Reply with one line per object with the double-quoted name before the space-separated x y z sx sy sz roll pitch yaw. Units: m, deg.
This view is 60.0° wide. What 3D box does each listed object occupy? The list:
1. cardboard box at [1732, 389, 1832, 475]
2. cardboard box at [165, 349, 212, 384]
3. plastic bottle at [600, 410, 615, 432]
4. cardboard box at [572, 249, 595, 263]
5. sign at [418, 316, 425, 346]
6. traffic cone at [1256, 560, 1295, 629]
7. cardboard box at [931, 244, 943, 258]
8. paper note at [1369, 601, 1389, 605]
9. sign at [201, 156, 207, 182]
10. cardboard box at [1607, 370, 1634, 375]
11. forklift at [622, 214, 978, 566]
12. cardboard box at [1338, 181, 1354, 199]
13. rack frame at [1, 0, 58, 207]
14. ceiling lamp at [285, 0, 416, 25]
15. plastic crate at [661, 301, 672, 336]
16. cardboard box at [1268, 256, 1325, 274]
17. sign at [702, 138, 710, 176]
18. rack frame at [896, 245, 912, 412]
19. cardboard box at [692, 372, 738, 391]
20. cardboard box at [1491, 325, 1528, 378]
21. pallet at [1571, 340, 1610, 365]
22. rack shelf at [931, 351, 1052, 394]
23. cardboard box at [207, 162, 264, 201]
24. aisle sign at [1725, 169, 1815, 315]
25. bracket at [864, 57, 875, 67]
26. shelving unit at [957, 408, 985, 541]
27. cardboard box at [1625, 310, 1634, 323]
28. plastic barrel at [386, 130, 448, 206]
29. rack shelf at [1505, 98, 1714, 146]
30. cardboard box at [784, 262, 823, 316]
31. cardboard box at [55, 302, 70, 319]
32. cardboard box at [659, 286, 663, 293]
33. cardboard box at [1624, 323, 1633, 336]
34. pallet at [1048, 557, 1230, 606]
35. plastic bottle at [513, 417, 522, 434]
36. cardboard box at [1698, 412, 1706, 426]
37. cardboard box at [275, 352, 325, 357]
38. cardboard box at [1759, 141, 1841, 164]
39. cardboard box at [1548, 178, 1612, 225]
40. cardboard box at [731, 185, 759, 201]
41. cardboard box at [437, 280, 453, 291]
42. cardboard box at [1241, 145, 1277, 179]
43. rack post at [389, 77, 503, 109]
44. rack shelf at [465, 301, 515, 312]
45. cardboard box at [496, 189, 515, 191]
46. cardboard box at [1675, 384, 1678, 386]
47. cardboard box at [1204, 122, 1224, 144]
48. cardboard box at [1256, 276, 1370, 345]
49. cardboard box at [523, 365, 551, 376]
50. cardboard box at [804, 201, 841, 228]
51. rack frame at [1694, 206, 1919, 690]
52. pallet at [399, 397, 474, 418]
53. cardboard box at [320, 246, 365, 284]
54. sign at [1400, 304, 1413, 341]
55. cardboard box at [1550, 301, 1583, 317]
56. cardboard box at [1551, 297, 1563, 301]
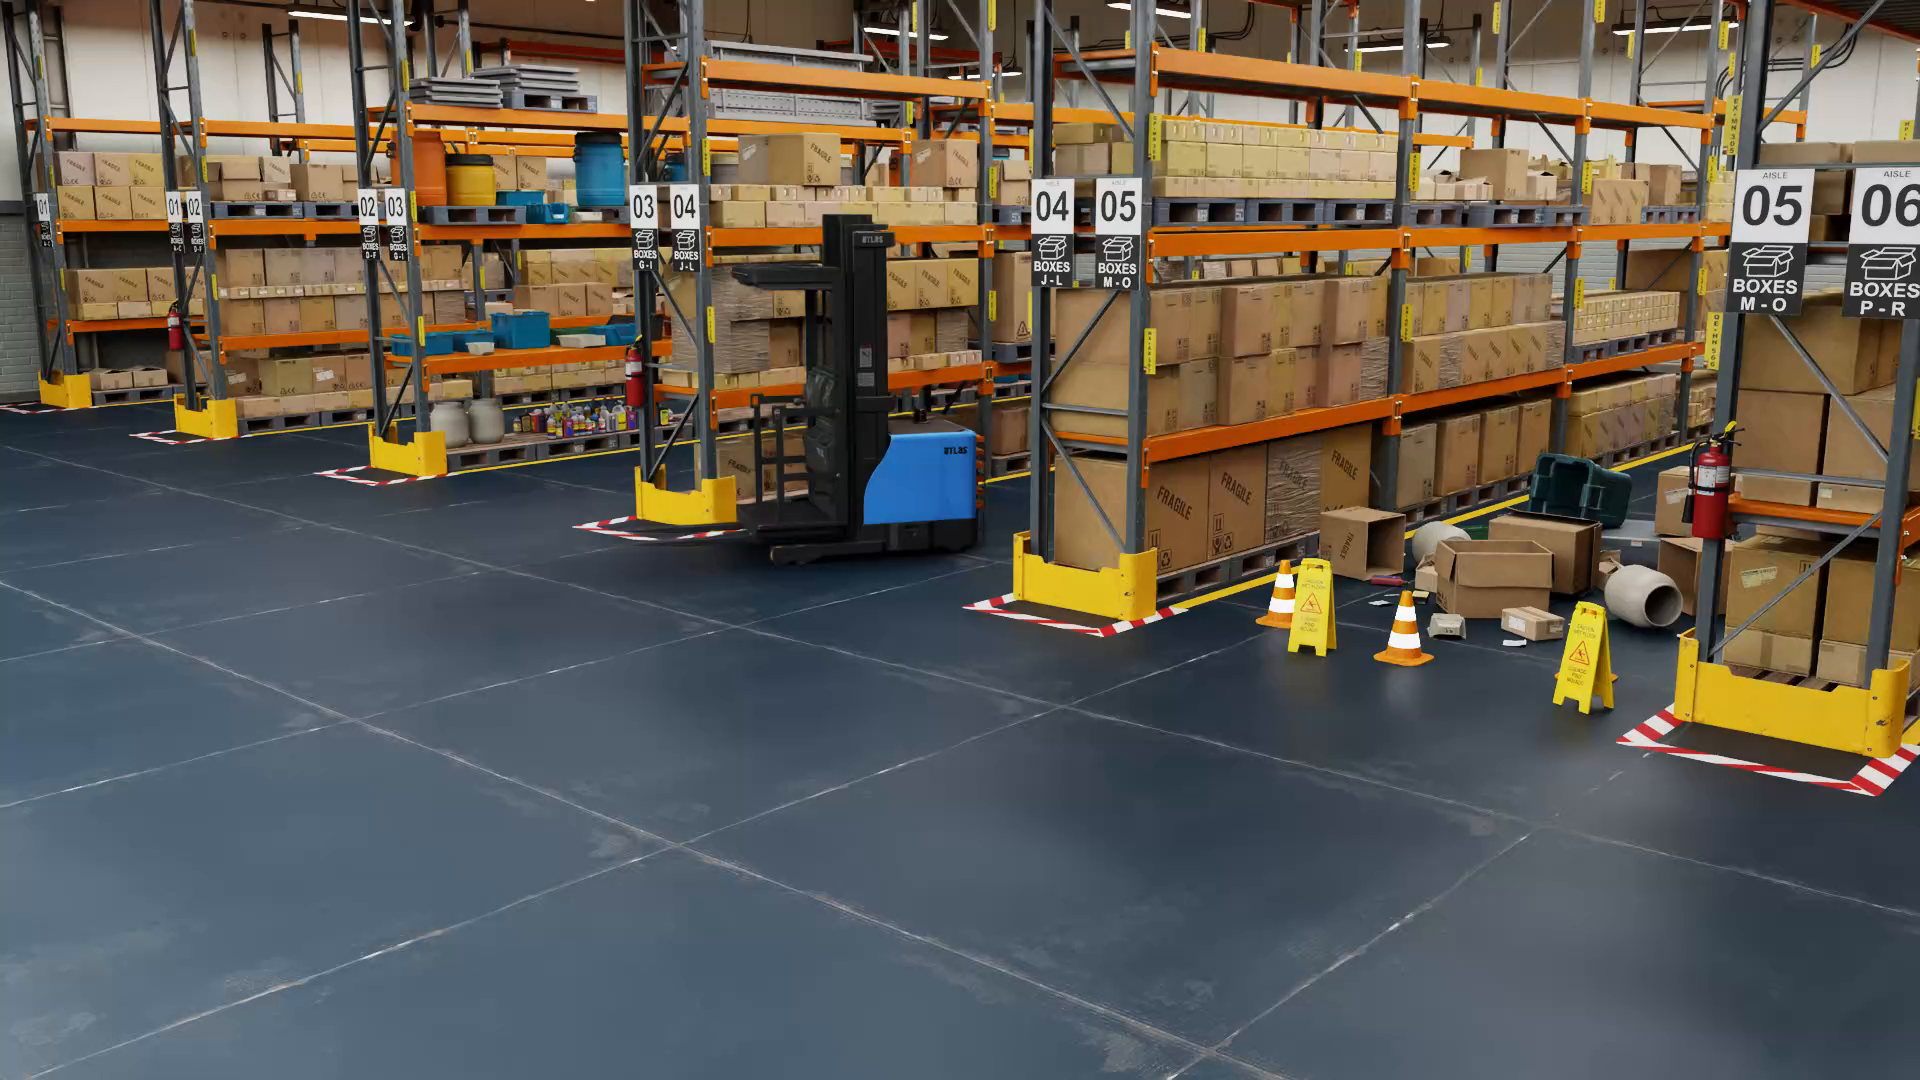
"cardboard box" 4.894 -0.657 9.867 0.500 0.500 0.500 9 15 39
"cardboard box" -12.441 -2.815 26.943 0.700 0.500 0.500 9 14 37
"plastic bottle" -4.440 -1.506 20.962 0.152 0.276 0.135 10 15 41
"cardboard box" -7.408 -5.485 32.076 0.500 0.250 0.500 10 15 41
"sign" -6.012 -2.332 18.563 0.100 0.325 0.005 10 15 40
"traffic cone" 2.375 0.378 12.178 0.336 0.463 0.334 10 15 40
"cardboard box" -0.676 -5.475 32.195 0.500 0.500 0.500 10 15 42
"paper note" 3.241 0.480 12.774 0.142 0.017 0.144 -6 13 -28
"sign" -9.727 -4.775 21.407 0.100 0.325 0.005 10 15 40
"cardboard box" 8.193 -2.011 21.054 0.500 0.250 0.500 9 14 38
"forklift" -1.415 -1.335 14.451 3.031 2.935 1.130 -4 12 -17
"cardboard box" 3.093 -2.955 14.043 0.380 0.149 0.250 10 15 41
"rack frame" -13.864 -6.491 24.775 1.000 3.000 0.127 10 15 40
"ceiling lamp" -9.204 -9.560 25.234 0.800 3.185 2.000 10 15 40
"plastic crate" -3.692 -2.999 22.444 0.402 0.464 0.583 10 15 40
"cardboard box" 4.804 -3.840 23.998 0.797 0.503 0.637 9 15 39
"sign" -2.294 -3.458 15.012 0.100 0.325 0.005 10 15 40
"rack frame" -1.141 -3.445 24.842 1.000 3.000 0.127 10 15 40
"cardboard box" -2.334 -1.516 15.823 0.380 0.149 0.250 10 15 40
"cardboard box" 5.482 -1.950 17.101 0.500 0.500 0.500 9 15 39
"pallet" 6.629 -2.173 18.963 1.213 0.211 1.003 10 15 40
"rack shelf" 1.259 -2.158 20.233 1.077 0.370 4.000 10 15 40
"cardboard box" -9.758 -4.790 22.220 0.637 0.503 0.797 -11 16 -44
"aisle sign" 4.484 -1.650 9.215 0.394 0.787 0.004 10 15 40
"bracket" -2.177 -11.013 38.221 0.235 0.232 0.430 10 15 40
"shelving unit" 0.103 -0.593 15.157 0.189 1.200 0.258 -4 12 -17
"cardboard box" 7.733 -2.653 19.682 0.380 0.149 0.250 11 15 42
"plastic barrel" -6.197 -4.244 19.012 0.600 0.830 0.708 10 15 40
"rack shelf" 7.559 -4.836 19.346 1.077 0.370 4.000 10 15 40
"cardboard box" -1.469 -2.505 16.568 0.500 0.500 0.500 10 15 40
"cardboard box" -13.701 -3.579 25.845 0.500 0.250 0.500 10 15 41
"cardboard box" -6.102 -5.075 33.591 0.380 0.149 0.250 10 15 41
"cardboard box" 7.732 -2.505 19.702 0.380 0.149 0.250 9 14 39
"pallet" 1.427 0.268 13.370 1.003 0.211 1.213 10 15 40
"plastic bottle" -5.539 -1.439 20.817 0.097 0.201 0.097 0 11 0
"cardboard box" 9.536 -1.597 21.791 0.380 0.149 0.250 10 15 42
"cardboard box" -9.361 -2.401 23.647 0.500 0.500 0.500 10 15 40
"cardboard box" 4.744 -2.174 9.421 0.380 0.149 0.250 10 15 41
"cardboard box" 6.815 -3.719 18.296 0.500 0.500 0.500 10 15 40
"cardboard box" -2.102 -3.257 15.606 0.380 0.149 0.250 10 15 42
"cardboard box" -7.683 -3.761 24.512 0.380 0.149 0.250 9 15 39
"cardboard box" 2.136 -2.957 13.035 0.500 0.250 0.500 10 15 40
"rack post" -5.827 -5.060 18.885 0.954 0.300 0.937 -10 15 -41
"rack shelf" -9.903 -4.079 29.852 1.077 0.370 4.000 10 15 40
"cardboard box" -7.086 -5.191 25.232 0.500 0.250 0.500 -10 15 -42
"cardboard box" 9.446 -2.031 22.450 0.380 0.149 0.250 10 15 42
"cardboard box" 1.752 -3.048 12.472 0.380 0.149 0.250 10 15 40
"cardboard box" 3.053 -2.018 14.554 0.875 0.550 0.550 10 15 40
"cardboard box" -6.706 -2.732 25.786 0.500 0.311 0.500 10 15 40
"cardboard box" -1.523 -3.212 16.398 0.500 0.250 0.500 10 15 40
"rack frame" 4.743 -0.347 9.328 1.000 3.000 0.127 10 15 40
"pallet" -8.056 -2.019 24.819 1.003 0.211 1.213 10 15 40
"cardboard box" -8.782 -3.896 23.528 0.700 0.500 0.500 10 15 40
"sign" 4.016 -1.952 14.954 0.100 0.325 0.005 10 15 40
"cardboard box" 6.692 -2.567 18.494 0.380 0.149 0.250 10 15 40
"cardboard box" 6.895 -2.804 19.683 0.380 0.149 0.250 10 15 40
